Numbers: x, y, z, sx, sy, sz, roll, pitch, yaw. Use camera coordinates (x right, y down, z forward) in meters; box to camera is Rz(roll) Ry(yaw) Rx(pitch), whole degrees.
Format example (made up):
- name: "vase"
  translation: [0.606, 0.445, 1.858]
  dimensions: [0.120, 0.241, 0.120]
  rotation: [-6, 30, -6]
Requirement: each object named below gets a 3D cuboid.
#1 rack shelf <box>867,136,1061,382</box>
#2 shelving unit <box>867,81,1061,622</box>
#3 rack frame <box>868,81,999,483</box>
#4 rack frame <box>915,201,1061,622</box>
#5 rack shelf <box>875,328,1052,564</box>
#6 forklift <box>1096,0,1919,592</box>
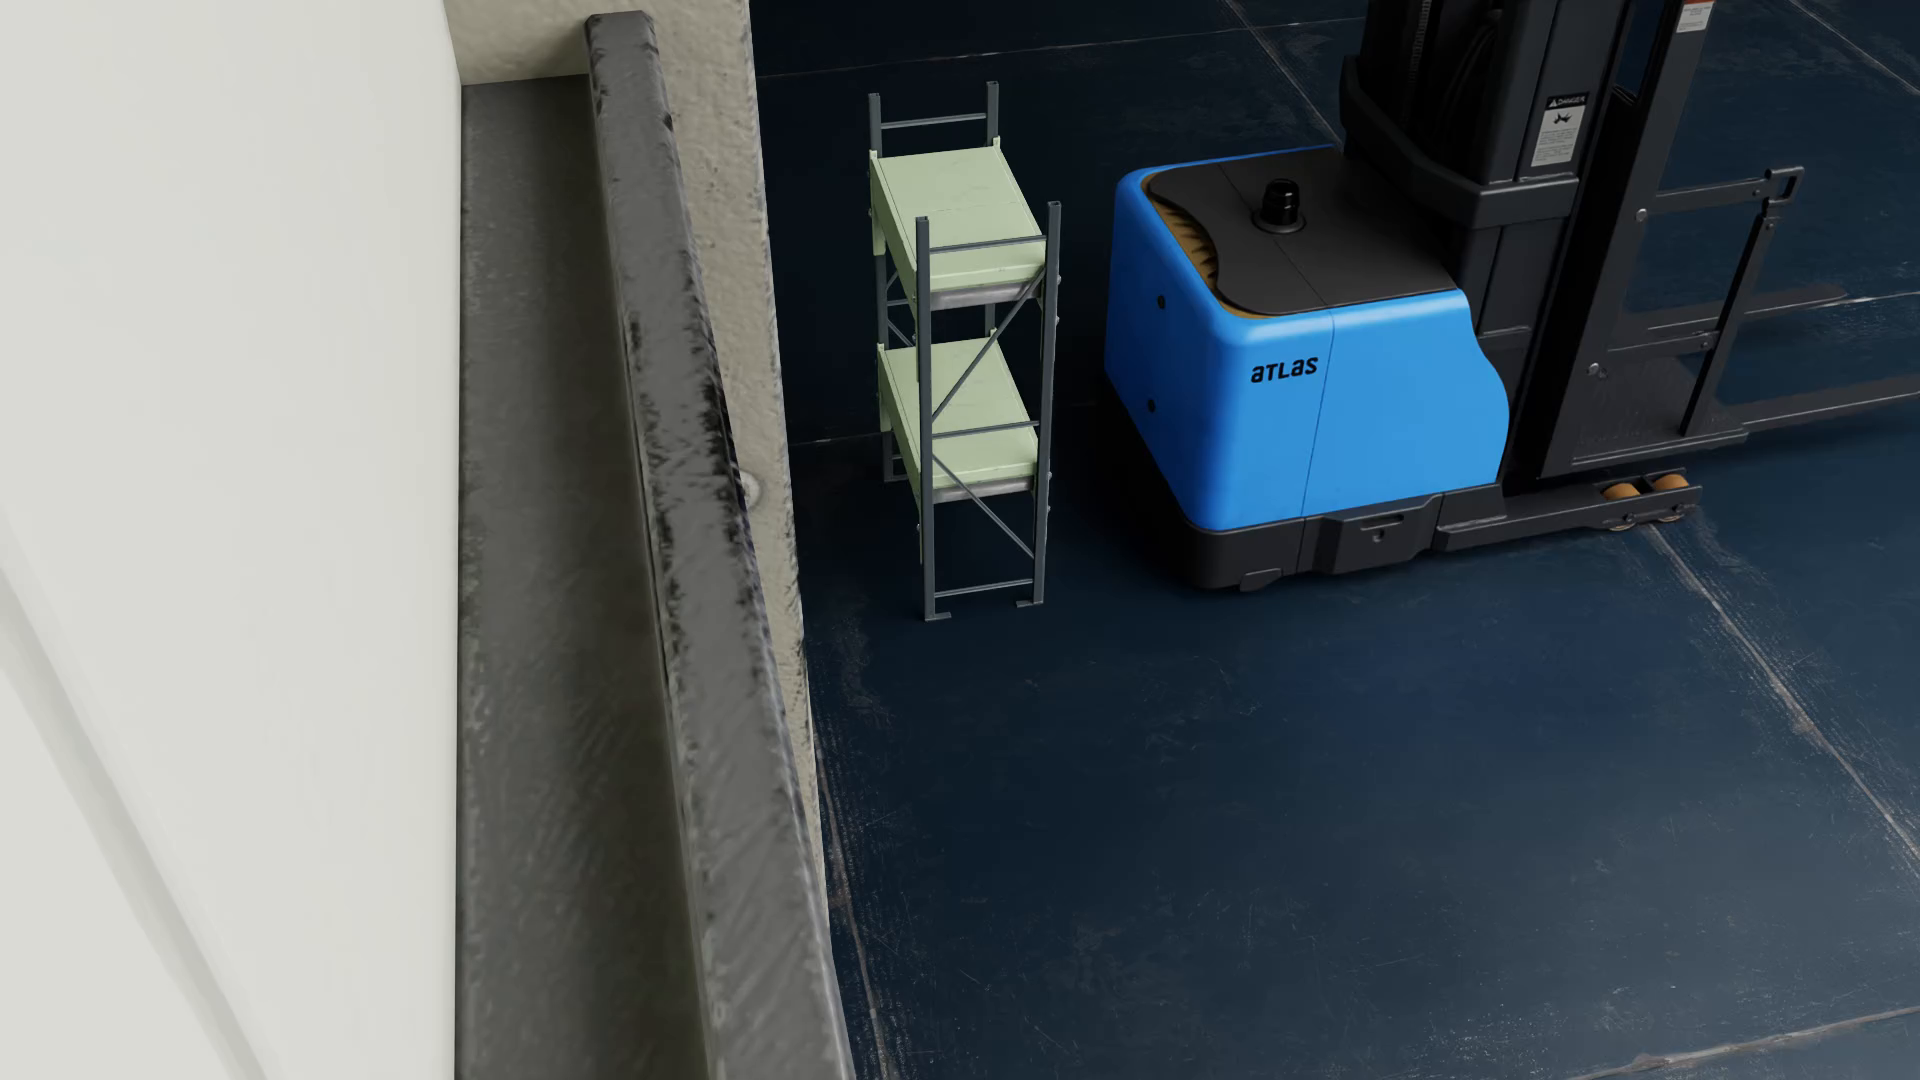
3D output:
- name: "rack shelf"
  translation: [-0.001, -0.857, 4.998]
  dimensions: [0.431, 0.370, 0.720]
  rotation: [-8, 42, -9]
- name: "shelving unit"
  translation: [-0.001, -0.565, 5.257]
  dimensions: [0.431, 1.500, 0.755]
  rotation: [-8, 42, -9]
- name: "rack frame"
  translation: [-0.080, -0.802, 5.524]
  dimensions: [0.400, 1.500, 0.023]
  rotation: [-8, 42, -9]
- name: "rack frame"
  translation: [0.078, -0.328, 4.990]
  dimensions: [0.400, 1.500, 0.023]
  rotation: [-8, 42, -9]
- name: "rack shelf"
  translation: [-0.001, -0.321, 5.473]
  dimensions: [0.431, 0.370, 0.720]
  rotation: [-8, 42, -9]
- name: "forklift"
  translation: [2.077, -1.458, 5.185]
  dimensions: [3.031, 2.935, 1.130]
  rotation: [-10, 43, -11]
